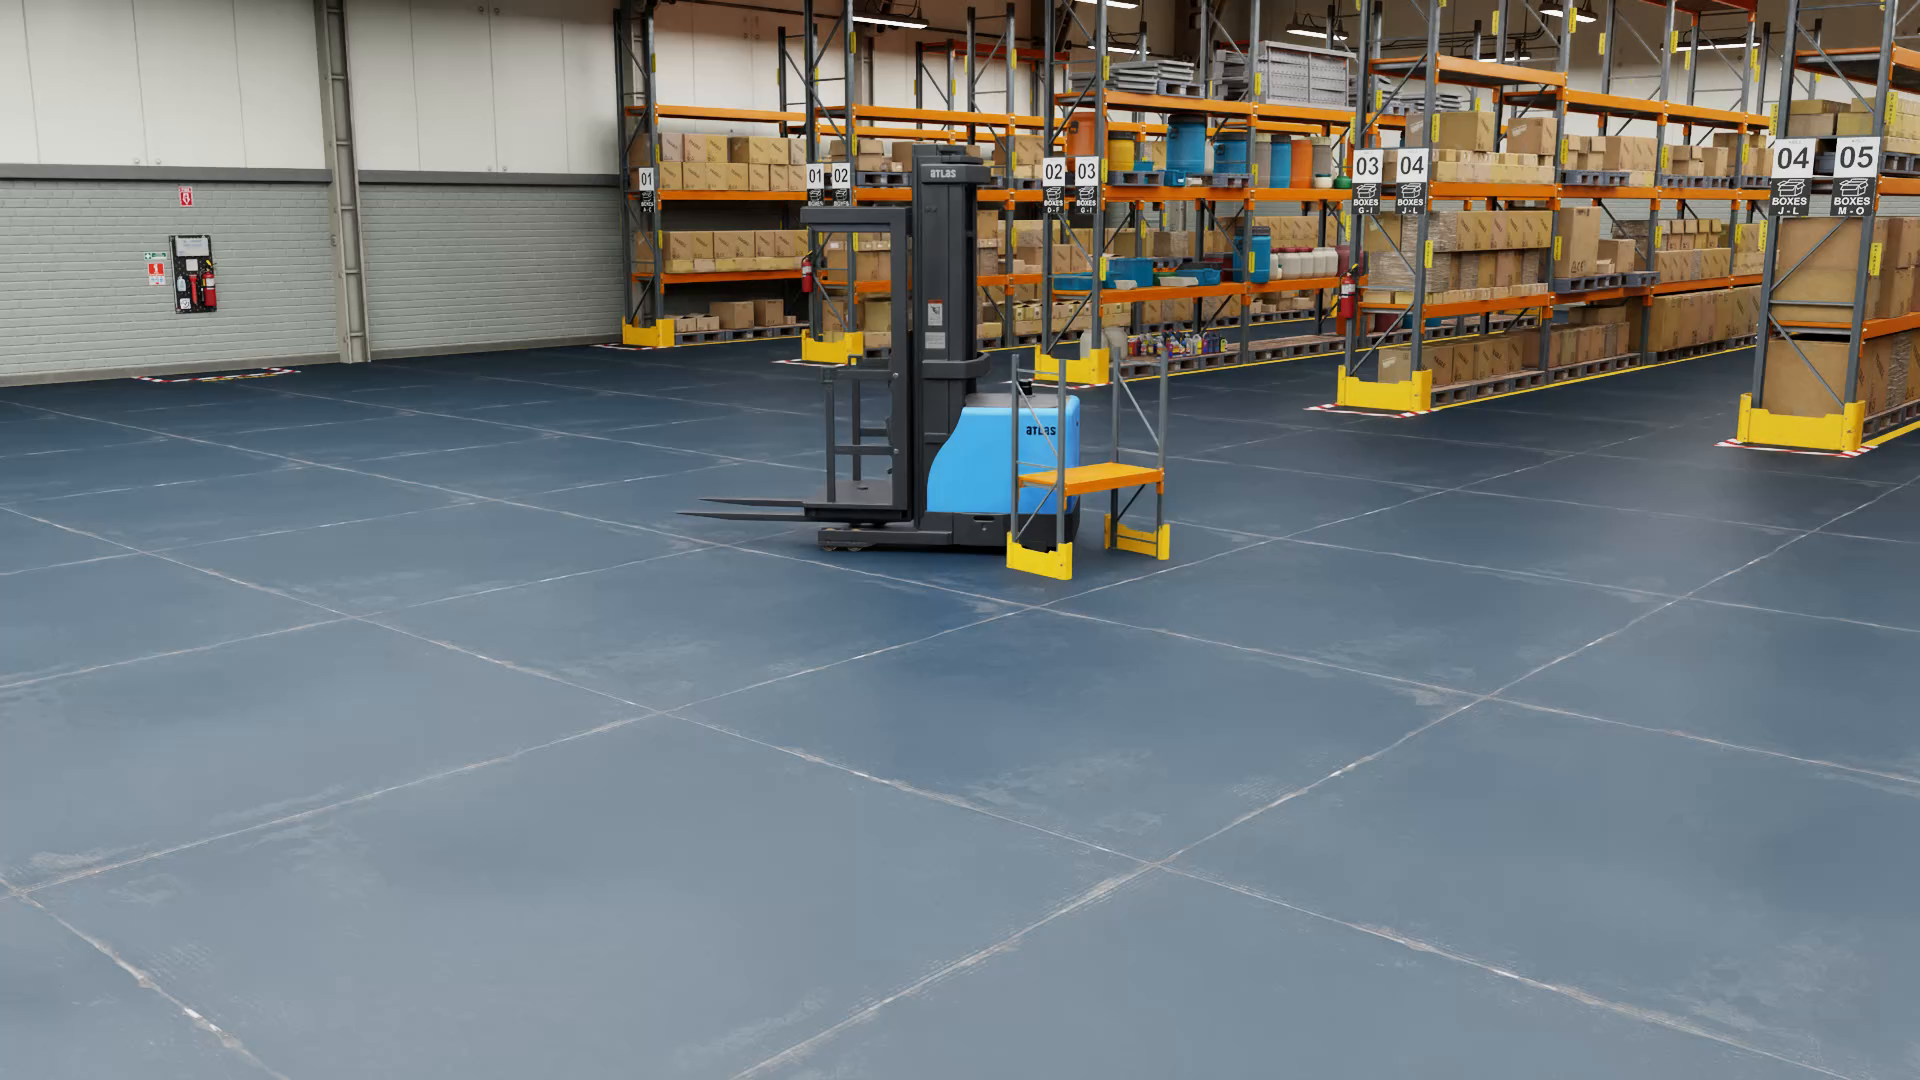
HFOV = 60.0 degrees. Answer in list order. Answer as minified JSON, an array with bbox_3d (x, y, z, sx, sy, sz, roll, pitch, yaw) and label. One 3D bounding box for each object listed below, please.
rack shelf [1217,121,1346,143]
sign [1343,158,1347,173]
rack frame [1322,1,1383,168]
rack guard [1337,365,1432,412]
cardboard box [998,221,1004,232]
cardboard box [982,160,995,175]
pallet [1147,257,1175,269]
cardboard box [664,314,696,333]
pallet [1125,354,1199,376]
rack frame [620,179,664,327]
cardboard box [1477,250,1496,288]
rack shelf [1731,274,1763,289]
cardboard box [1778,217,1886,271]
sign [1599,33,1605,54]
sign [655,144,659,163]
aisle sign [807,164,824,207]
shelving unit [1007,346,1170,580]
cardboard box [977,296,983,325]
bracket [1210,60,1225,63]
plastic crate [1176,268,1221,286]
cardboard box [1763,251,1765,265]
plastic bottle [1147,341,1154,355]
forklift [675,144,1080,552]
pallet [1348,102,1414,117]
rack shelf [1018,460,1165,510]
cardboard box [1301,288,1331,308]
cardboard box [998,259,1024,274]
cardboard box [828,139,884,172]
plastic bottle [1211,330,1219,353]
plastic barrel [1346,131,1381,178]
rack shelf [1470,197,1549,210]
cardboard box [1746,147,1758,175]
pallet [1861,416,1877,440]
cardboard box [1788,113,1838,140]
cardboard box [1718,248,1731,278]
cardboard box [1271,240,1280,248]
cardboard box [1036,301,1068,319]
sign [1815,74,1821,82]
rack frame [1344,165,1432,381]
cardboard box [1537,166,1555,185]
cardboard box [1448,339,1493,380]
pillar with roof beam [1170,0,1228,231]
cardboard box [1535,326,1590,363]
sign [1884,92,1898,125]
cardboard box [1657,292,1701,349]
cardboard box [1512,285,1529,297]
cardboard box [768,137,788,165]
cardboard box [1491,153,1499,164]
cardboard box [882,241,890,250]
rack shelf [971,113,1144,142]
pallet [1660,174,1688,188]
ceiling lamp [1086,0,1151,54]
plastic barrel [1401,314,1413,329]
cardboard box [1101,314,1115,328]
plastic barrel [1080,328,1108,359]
[{"bbox_3d":[7.144,-9.083,37.059,1.077,0.370,4.000,10,15,40],"label":"rack shelf"},{"bbox_3d":[8.868,-8.620,38.294,0.100,0.325,0.005,10,15,40],"label":"sign"},{"bbox_3d":[6.902,-7.914,29.359,1.000,3.000,0.127,10,15,40],"label":"rack frame"},{"bbox_3d":[5.391,-1.940,21.148,1.175,0.500,0.348,10,15,40],"label":"rack guard"},{"bbox_3d":[0.634,-7.012,37.180,0.500,0.250,0.500,10,15,41],"label":"cardboard box"},{"bbox_3d":[0.422,-8.232,37.231,0.700,0.500,0.500,11,16,43],"label":"cardboard box"},{"bbox_3d":[3.578,-5.628,33.719,1.213,0.211,1.003,10,15,40],"label":"pallet"},{"bbox_3d":[-5.297,-4.063,31.138,0.500,0.311,0.500,8,14,34],"label":"cardboard box"},{"bbox_3d":[2.981,-2.742,25.902,1.003,0.211,1.213,10,15,40],"label":"pallet"},{"bbox_3d":[-5.821,-5.076,30.467,1.000,3.000,0.127,10,15,40],"label":"rack frame"},{"bbox_3d":[6.666,-3.656,22.343,0.875,0.500,0.500,10,15,40],"label":"cardboard box"},{"bbox_3d":[14.583,-4.862,31.230,1.077,0.370,4.000,10,15,40],"label":"rack shelf"},{"bbox_3d":[9.274,-3.151,17.690,0.875,0.550,0.550,10,15,40],"label":"cardboard box"},{"bbox_3d":[10.203,-7.880,26.402,0.100,0.325,0.005,10,15,40],"label":"sign"},{"bbox_3d":[-5.413,-6.905,29.736,0.100,0.325,0.005,10,15,40],"label":"sign"},{"bbox_3d":[-2.362,-5.739,27.150,0.394,0.787,0.004,10,15,40],"label":"aisle sign"},{"bbox_3d":[0.922,-0.573,11.752,1.083,1.500,0.587,-10,15,-40],"label":"shelving unit"},{"bbox_3d":[0.062,-4.081,29.520,0.500,0.500,0.500,10,15,40],"label":"cardboard box"},{"bbox_3d":[7.588,-12.923,45.248,0.076,0.066,3.189,10,15,40],"label":"bracket"},{"bbox_3d":[3.735,-4.113,26.023,0.499,0.251,0.616,10,15,40],"label":"plastic crate"},{"bbox_3d":[14.771,-5.249,30.955,0.500,0.250,0.500,10,15,40],"label":"cardboard box"},{"bbox_3d":[3.008,-3.035,26.270,0.097,0.201,0.097,0,11,0],"label":"plastic bottle"},{"bbox_3d":[-0.622,-1.454,12.505,3.031,2.935,1.130,1,11,7],"label":"forklift"},{"bbox_3d":[7.401,-7.727,29.928,1.213,0.211,1.003,10,15,40],"label":"pallet"},{"bbox_3d":[0.915,-0.396,11.781,1.000,0.185,0.538,-10,15,-40],"label":"rack shelf"},{"bbox_3d":[8.290,-5.668,38.690,0.500,0.500,0.500,10,15,40],"label":"cardboard box"},{"bbox_3d":[0.835,-5.029,30.615,0.500,0.250,0.500,11,16,44],"label":"cardboard box"},{"bbox_3d":[-1.715,-6.316,27.324,0.637,0.503,0.797,-11,16,-44],"label":"cardboard box"},{"bbox_3d":[4.053,-3.168,26.555,0.144,0.351,0.185,9,15,39],"label":"plastic bottle"},{"bbox_3d":[7.279,-6.943,29.986,0.600,0.830,0.708,10,15,40],"label":"plastic barrel"},{"bbox_3d":[10.862,-6.973,34.143,1.077,0.370,4.000,10,15,40],"label":"rack shelf"},{"bbox_3d":[14.092,-6.897,30.341,0.700,0.500,0.500,11,16,43],"label":"cardboard box"},{"bbox_3d":[9.469,-1.259,18.475,1.003,0.211,1.213,10,15,40],"label":"pallet"},{"bbox_3d":[9.114,-4.405,17.744,0.500,0.250,0.500,10,15,41],"label":"cardboard box"},{"bbox_3d":[13.159,-4.865,29.156,0.500,0.500,0.500,10,15,41],"label":"cardboard box"},{"bbox_3d":[6.700,-6.366,36.671,0.500,0.500,0.500,10,15,41],"label":"cardboard box"},{"bbox_3d":[1.678,-4.335,31.273,0.500,0.311,0.500,9,14,38],"label":"cardboard box"},{"bbox_3d":[16.301,-8.875,31.585,0.100,0.325,0.005,10,15,40],"label":"sign"},{"bbox_3d":[5.341,-3.155,20.847,1.000,3.000,0.127,10,15,40],"label":"rack frame"},{"bbox_3d":[7.877,-5.040,23.010,0.500,0.250,0.500,11,15,42],"label":"cardboard box"},{"bbox_3d":[6.964,-2.483,22.794,0.500,0.500,0.500,8,14,35],"label":"cardboard box"},{"bbox_3d":[9.107,-10.324,41.427,9.100,9.000,0.548,10,15,40],"label":"pillar with roof beam"},{"bbox_3d":[9.101,-2.971,25.185,0.700,0.500,0.500,8,14,36],"label":"cardboard box"},{"bbox_3d":[9.413,-4.364,16.811,0.100,0.325,0.005,10,15,40],"label":"sign"},{"bbox_3d":[11.688,-3.725,28.054,1.225,0.875,0.875,10,15,41],"label":"cardboard box"},{"bbox_3d":[7.597,-3.435,22.890,0.380,0.149,0.250,10,15,40],"label":"cardboard box"},{"bbox_3d":[-3.664,-7.493,32.052,0.500,0.500,0.500,11,16,43],"label":"cardboard box"},{"bbox_3d":[6.874,-5.028,21.934,0.380,0.149,0.250,9,14,38],"label":"cardboard box"},{"bbox_3d":[-1.339,-4.909,27.718,0.380,0.149,0.250,10,15,41],"label":"cardboard box"},{"bbox_3d":[1.863,-7.712,31.204,1.077,0.370,4.000,10,15,40],"label":"rack shelf"},{"bbox_3d":[11.007,-5.812,26.974,1.213,0.211,1.003,11,16,43],"label":"pallet"},{"bbox_3d":[3.657,-12.160,35.716,0.800,3.185,2.000,10,15,40],"label":"ceiling lamp"},{"bbox_3d":[8.703,-4.555,32.146,0.600,0.901,0.708,10,15,40],"label":"plastic barrel"},{"bbox_3d":[2.682,-4.285,32.456,0.500,0.250,0.500,10,15,40],"label":"cardboard box"},{"bbox_3d":[1.998,-2.888,24.790,0.421,0.512,0.421,0,11,0],"label":"plastic barrel"}]
